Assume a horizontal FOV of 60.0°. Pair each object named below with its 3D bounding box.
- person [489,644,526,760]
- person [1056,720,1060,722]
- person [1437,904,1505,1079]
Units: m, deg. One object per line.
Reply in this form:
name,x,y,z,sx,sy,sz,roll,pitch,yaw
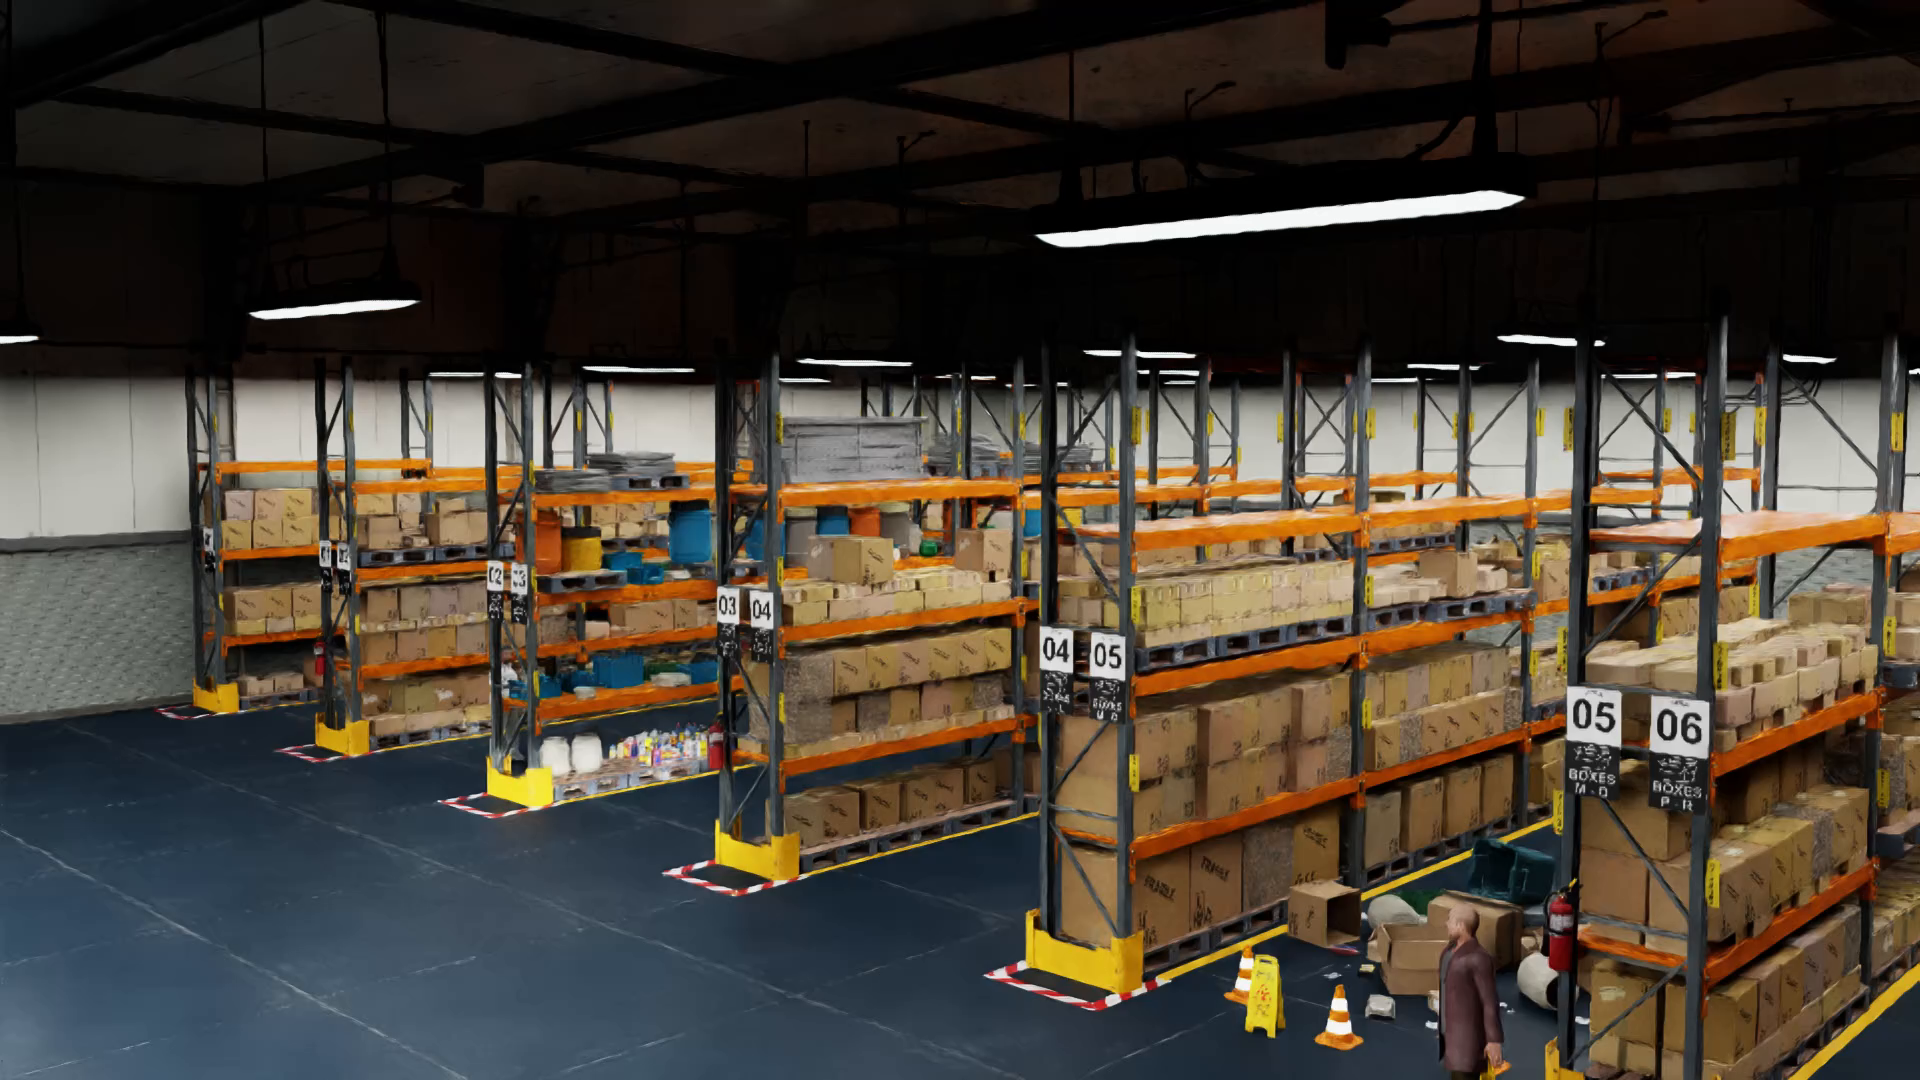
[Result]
person,-6.673,2.407,24.452,0.476,1.752,0.556,1,5,14
person,1.801,2.162,27.867,0.557,1.708,1.125,4,6,42
person,3.544,3.402,11.453,0.513,1.767,0.706,0,4,-3
